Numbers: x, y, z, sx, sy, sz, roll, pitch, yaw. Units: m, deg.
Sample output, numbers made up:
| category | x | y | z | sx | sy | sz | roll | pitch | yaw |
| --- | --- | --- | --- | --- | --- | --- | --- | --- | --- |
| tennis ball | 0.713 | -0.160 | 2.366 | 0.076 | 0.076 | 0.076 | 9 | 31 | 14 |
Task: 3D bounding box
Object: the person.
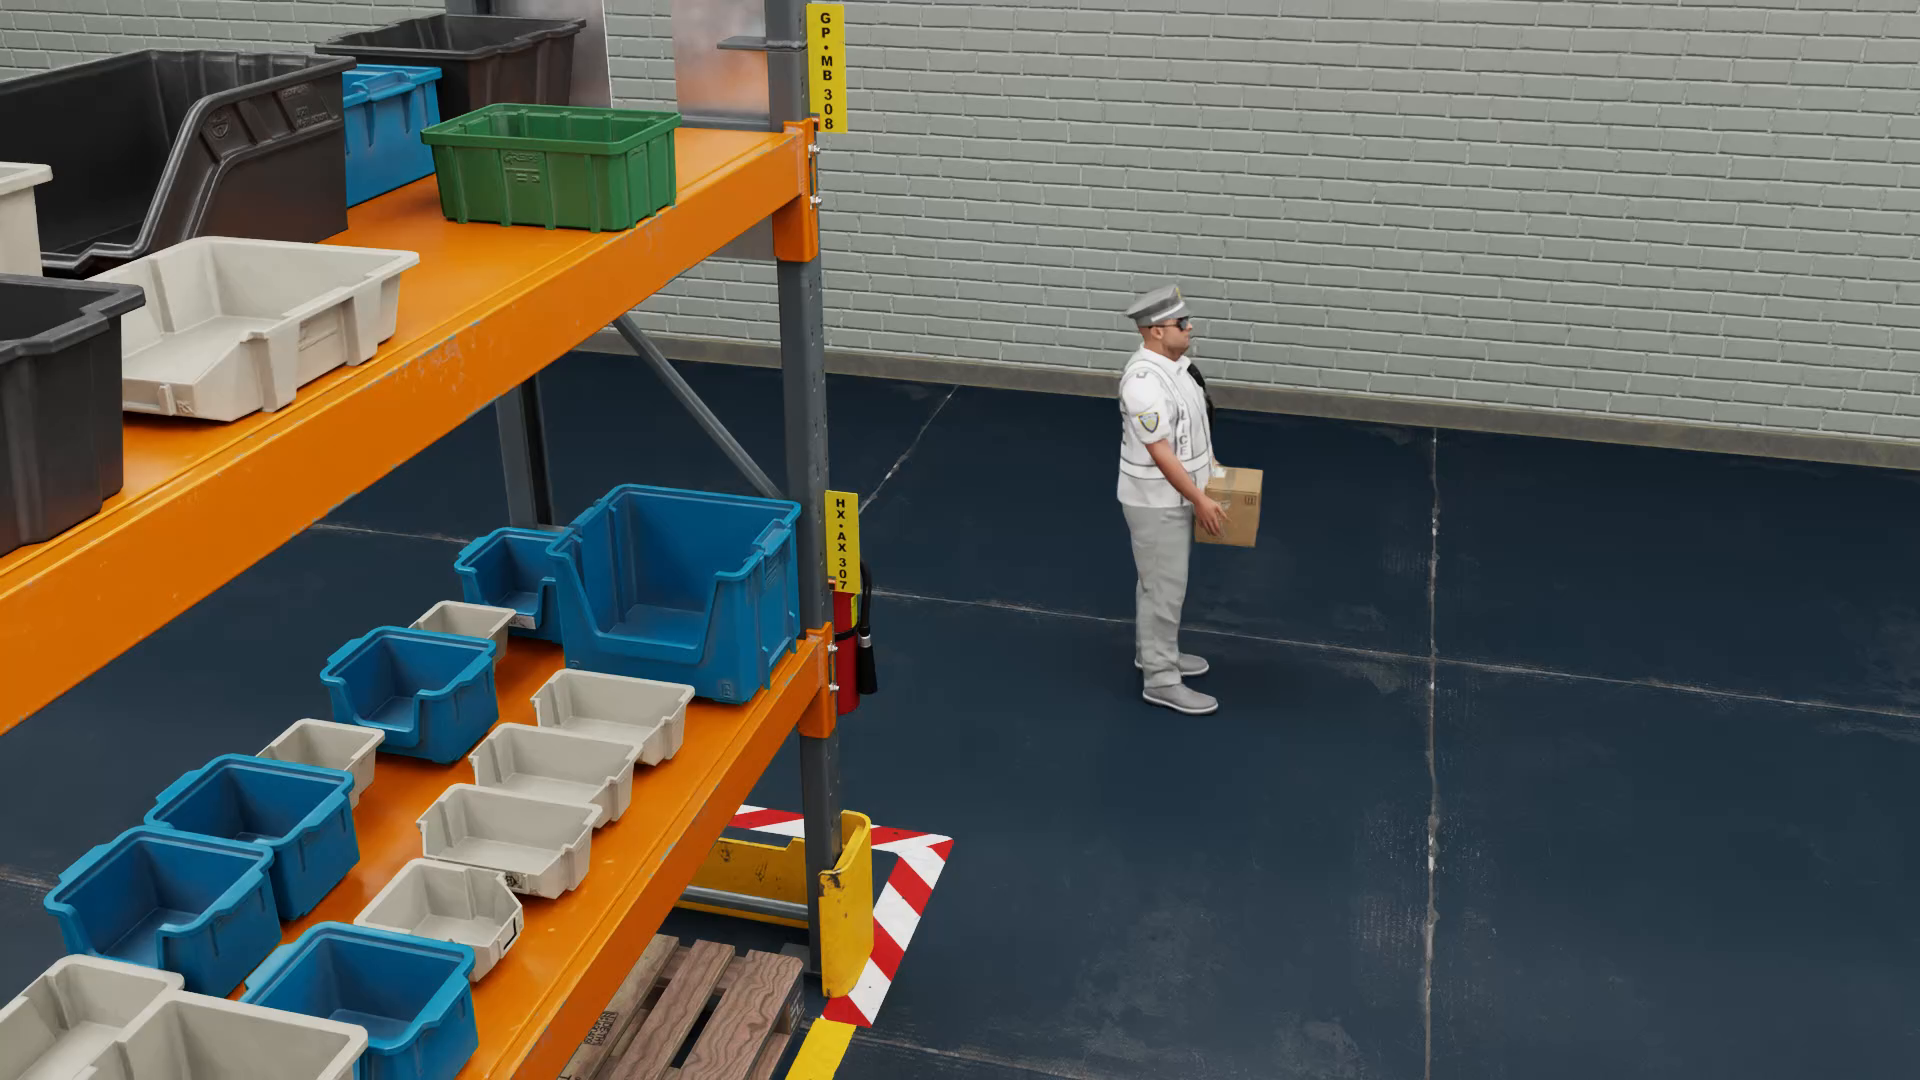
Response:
| category | x | y | z | sx | sy | sz | roll | pitch | yaw |
| --- | --- | --- | --- | --- | --- | --- | --- | --- | --- |
| person | 0.913 | -0.191 | 6.963 | 0.519 | 1.782 | 0.551 | 8 | 26 | 16 |
